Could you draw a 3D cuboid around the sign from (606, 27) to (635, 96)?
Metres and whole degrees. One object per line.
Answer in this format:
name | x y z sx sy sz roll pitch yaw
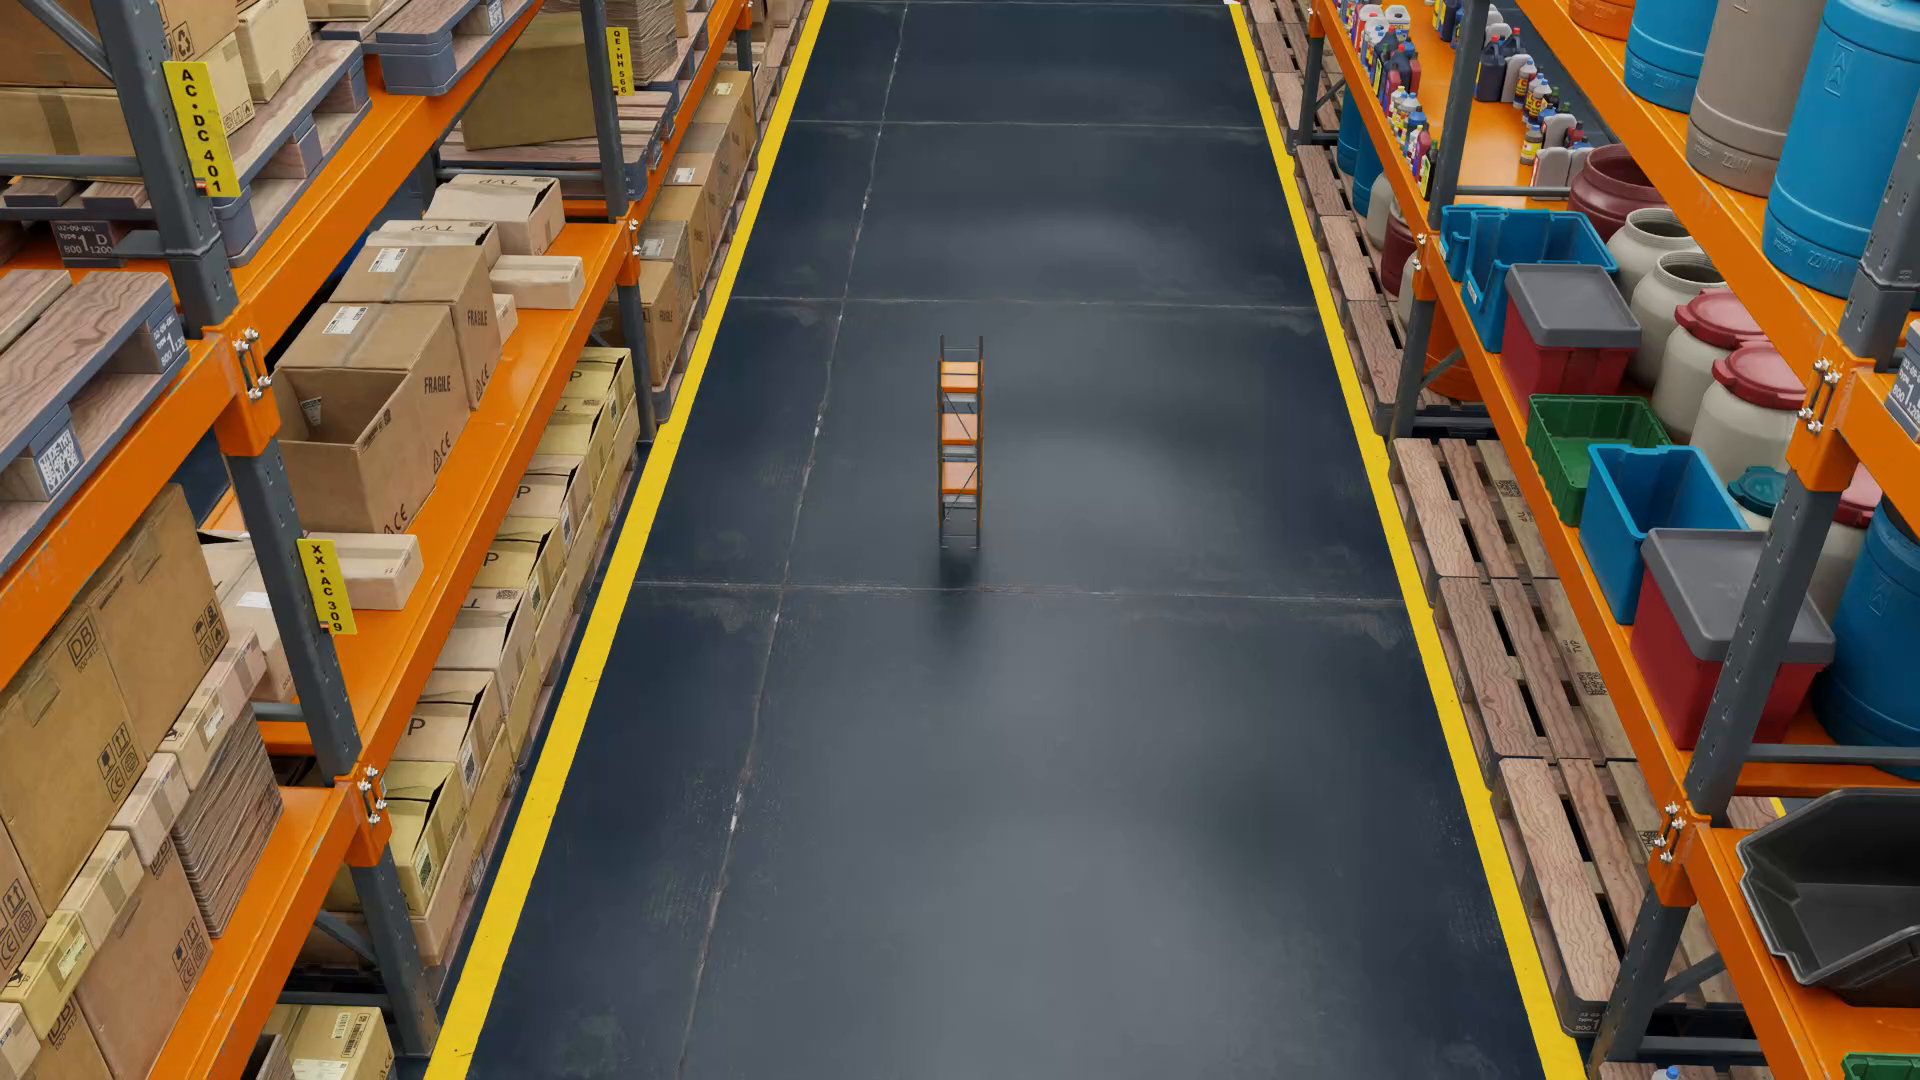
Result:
sign | -1.601 -2.253 7.841 0.100 0.325 0.005 1 35 2

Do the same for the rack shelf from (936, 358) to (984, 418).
rack shelf | 0.002 -0.684 7.835 0.215 0.259 0.240 1 35 2

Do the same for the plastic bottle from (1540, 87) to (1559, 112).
plastic bottle | 3.213 -2.342 9.075 0.061 0.283 0.133 1 35 2

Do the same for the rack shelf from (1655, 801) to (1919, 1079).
rack shelf | 2.553 2.067 3.325 1.077 0.370 4.000 1 35 2

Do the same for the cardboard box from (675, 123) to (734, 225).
cardboard box | -1.777 -2.384 10.825 0.500 0.500 0.500 2 35 2

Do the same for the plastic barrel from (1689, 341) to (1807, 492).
plastic barrel | 2.920 -0.398 6.089 0.433 0.535 0.433 0 35 0

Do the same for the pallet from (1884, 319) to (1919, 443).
pallet | 2.702 -0.109 3.352 1.213 0.211 1.003 1 35 2

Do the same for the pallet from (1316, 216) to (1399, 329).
pallet | 2.836 -1.686 10.466 1.003 0.211 1.213 1 35 2

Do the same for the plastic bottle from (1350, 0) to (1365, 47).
plastic bottle | 2.478 -3.213 10.315 0.061 0.283 0.133 1 35 2

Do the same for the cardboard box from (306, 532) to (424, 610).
cardboard box | -2.076 0.106 5.709 0.380 0.149 0.250 1 35 2

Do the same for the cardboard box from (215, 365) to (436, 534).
cardboard box | -2.248 -0.277 5.948 0.500 0.500 0.500 4 35 5

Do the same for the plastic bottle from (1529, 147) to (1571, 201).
plastic bottle | 2.982 -1.868 8.407 0.152 0.276 0.135 1 35 2

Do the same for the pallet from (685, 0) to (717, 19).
pallet | -2.136 -3.554 10.865 1.003 0.211 1.213 1 35 2

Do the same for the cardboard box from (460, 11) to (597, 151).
cardboard box | -2.243 -2.368 8.558 0.700 0.500 0.500 -10 36 -14

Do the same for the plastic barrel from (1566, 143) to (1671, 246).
plastic barrel | 3.078 -1.456 7.595 0.600 0.536 0.708 1 35 2

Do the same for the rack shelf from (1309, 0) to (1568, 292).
rack shelf | 2.874 -2.529 9.865 1.077 0.370 4.000 1 35 2

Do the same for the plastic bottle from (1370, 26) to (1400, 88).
plastic bottle | 2.491 -2.826 9.705 0.144 0.351 0.185 1 35 2

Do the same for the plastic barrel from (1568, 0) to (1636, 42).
plastic barrel | 2.518 -2.234 5.838 0.600 0.830 0.708 1 35 2

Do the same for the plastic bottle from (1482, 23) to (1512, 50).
plastic bottle | 3.212 -2.977 9.986 0.152 0.276 0.135 1 35 2

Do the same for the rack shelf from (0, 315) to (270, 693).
rack shelf | -2.396 0.724 2.629 1.077 0.370 4.000 1 35 2

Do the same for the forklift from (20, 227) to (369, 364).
forklift | -4.684 -2.071 8.648 1.130 2.935 3.031 16 38 21

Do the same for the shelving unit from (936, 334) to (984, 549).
shelving unit | 0.002 -0.460 7.992 0.215 1.050 0.252 1 35 2

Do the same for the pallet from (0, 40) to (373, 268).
pallet | -2.293 -1.149 4.833 0.805 0.209 1.217 0 35 0

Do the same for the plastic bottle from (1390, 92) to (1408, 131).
plastic bottle | 2.440 -2.369 9.185 0.097 0.201 0.097 0 35 0

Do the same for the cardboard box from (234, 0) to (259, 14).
cardboard box | -2.252 -1.818 4.733 0.500 0.500 0.500 5 35 6

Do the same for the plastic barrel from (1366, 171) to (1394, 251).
plastic barrel | 2.775 -2.085 10.406 0.421 0.512 0.421 0 35 0

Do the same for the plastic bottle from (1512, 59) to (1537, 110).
plastic bottle | 3.213 -2.592 9.441 0.097 0.271 0.097 0 35 0

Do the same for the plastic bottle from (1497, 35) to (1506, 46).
plastic bottle | 3.169 -2.833 9.784 0.097 0.271 0.097 0 35 0

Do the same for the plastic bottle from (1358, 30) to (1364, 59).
plastic bottle | 2.486 -3.036 10.134 0.097 0.201 0.097 0 35 0

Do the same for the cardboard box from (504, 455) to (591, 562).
cardboard box | -1.968 -0.172 7.424 0.500 0.311 0.500 1 35 2

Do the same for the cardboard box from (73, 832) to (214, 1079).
cardboard box | -2.342 1.025 4.096 0.700 0.500 0.500 1 35 1

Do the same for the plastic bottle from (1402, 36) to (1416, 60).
plastic bottle | 2.613 -2.816 9.760 0.097 0.271 0.097 0 35 0

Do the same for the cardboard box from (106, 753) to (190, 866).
cardboard box | -2.133 0.655 4.058 0.380 0.149 0.250 0 35 1

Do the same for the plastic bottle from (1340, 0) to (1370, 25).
plastic bottle | 2.541 -3.454 10.664 0.152 0.276 0.135 1 35 2

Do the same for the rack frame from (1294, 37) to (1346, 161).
rack frame | 2.955 -3.972 11.293 1.000 3.000 0.127 1 35 2

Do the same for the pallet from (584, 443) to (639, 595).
pallet | -2.227 -0.178 8.319 1.003 0.211 1.213 1 35 2

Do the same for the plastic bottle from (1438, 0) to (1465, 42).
plastic bottle | 3.093 -3.314 10.399 0.144 0.351 0.185 1 35 2

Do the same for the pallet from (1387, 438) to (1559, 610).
pallet | 2.724 -0.089 8.193 1.003 0.211 1.213 1 35 2

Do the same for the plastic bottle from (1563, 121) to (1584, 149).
plastic bottle | 3.193 -2.055 8.667 0.061 0.283 0.133 1 35 2

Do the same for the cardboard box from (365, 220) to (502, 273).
cardboard box | -2.385 -1.245 7.490 0.500 0.311 0.500 1 35 1

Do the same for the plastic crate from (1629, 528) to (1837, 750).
plastic crate | 2.347 0.313 5.141 0.402 0.464 0.583 1 35 2

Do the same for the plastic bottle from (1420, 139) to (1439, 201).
plastic bottle | 2.384 -1.869 8.402 0.061 0.283 0.133 1 35 2

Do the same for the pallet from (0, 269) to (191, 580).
pallet | -2.324 -0.193 3.384 1.003 0.211 1.213 1 35 2

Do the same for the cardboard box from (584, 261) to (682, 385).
cardboard box | -1.851 -1.203 9.144 0.500 0.500 0.500 3 35 4

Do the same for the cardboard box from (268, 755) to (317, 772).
cardboard box | -2.571 0.693 6.194 0.500 0.311 0.500 2 35 3

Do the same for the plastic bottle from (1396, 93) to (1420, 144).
plastic bottle | 2.432 -2.286 9.006 0.097 0.271 0.097 0 35 0

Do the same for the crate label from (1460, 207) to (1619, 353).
crate label | 2.484 -1.124 7.210 0.502 0.435 0.616 1 35 2

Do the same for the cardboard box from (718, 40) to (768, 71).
cardboard box | -1.737 -3.843 13.191 0.380 0.166 0.250 1 35 2

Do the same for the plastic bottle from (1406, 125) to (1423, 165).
plastic bottle | 2.420 -2.089 8.787 0.097 0.201 0.097 0 35 0

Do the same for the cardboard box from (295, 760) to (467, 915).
cardboard box | -2.050 1.000 5.757 0.500 0.311 0.500 1 35 2

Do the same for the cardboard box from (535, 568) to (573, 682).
cardboard box | -1.991 0.351 7.168 0.500 0.250 0.500 2 35 3

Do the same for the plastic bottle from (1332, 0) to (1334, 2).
plastic bottle | 2.514 -3.724 11.041 0.061 0.283 0.133 1 35 2

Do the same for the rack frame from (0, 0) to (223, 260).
rack frame | -2.316 -1.947 3.194 1.000 3.000 0.127 1 35 2

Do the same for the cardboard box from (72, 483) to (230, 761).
cardboard box | -2.327 0.191 4.154 0.700 0.500 0.500 1 35 2
